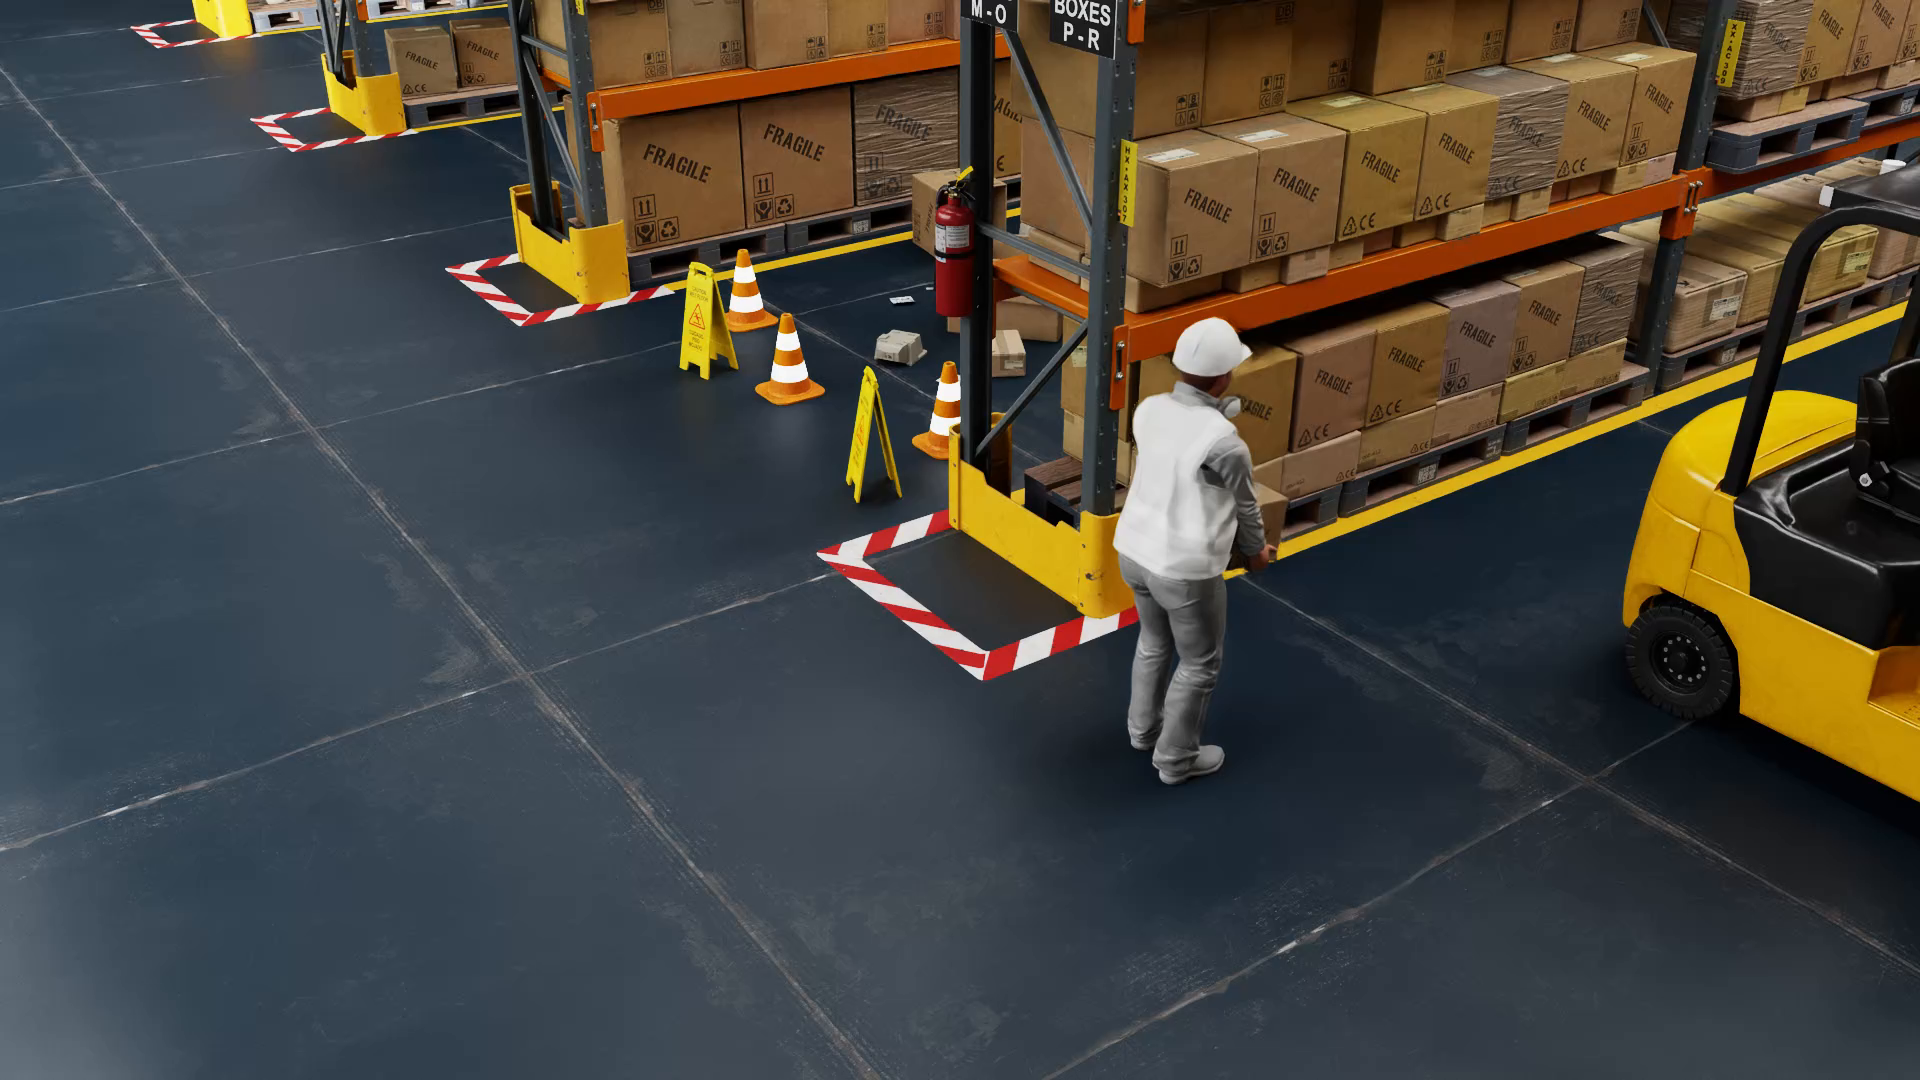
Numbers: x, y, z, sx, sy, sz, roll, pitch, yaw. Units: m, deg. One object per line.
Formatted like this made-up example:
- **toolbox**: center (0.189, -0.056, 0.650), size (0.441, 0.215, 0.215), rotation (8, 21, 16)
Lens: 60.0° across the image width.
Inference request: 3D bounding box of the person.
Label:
- **person**: center (0.846, 0.030, 6.055), size (0.577, 1.765, 0.487), rotation (-19, 34, -32)
